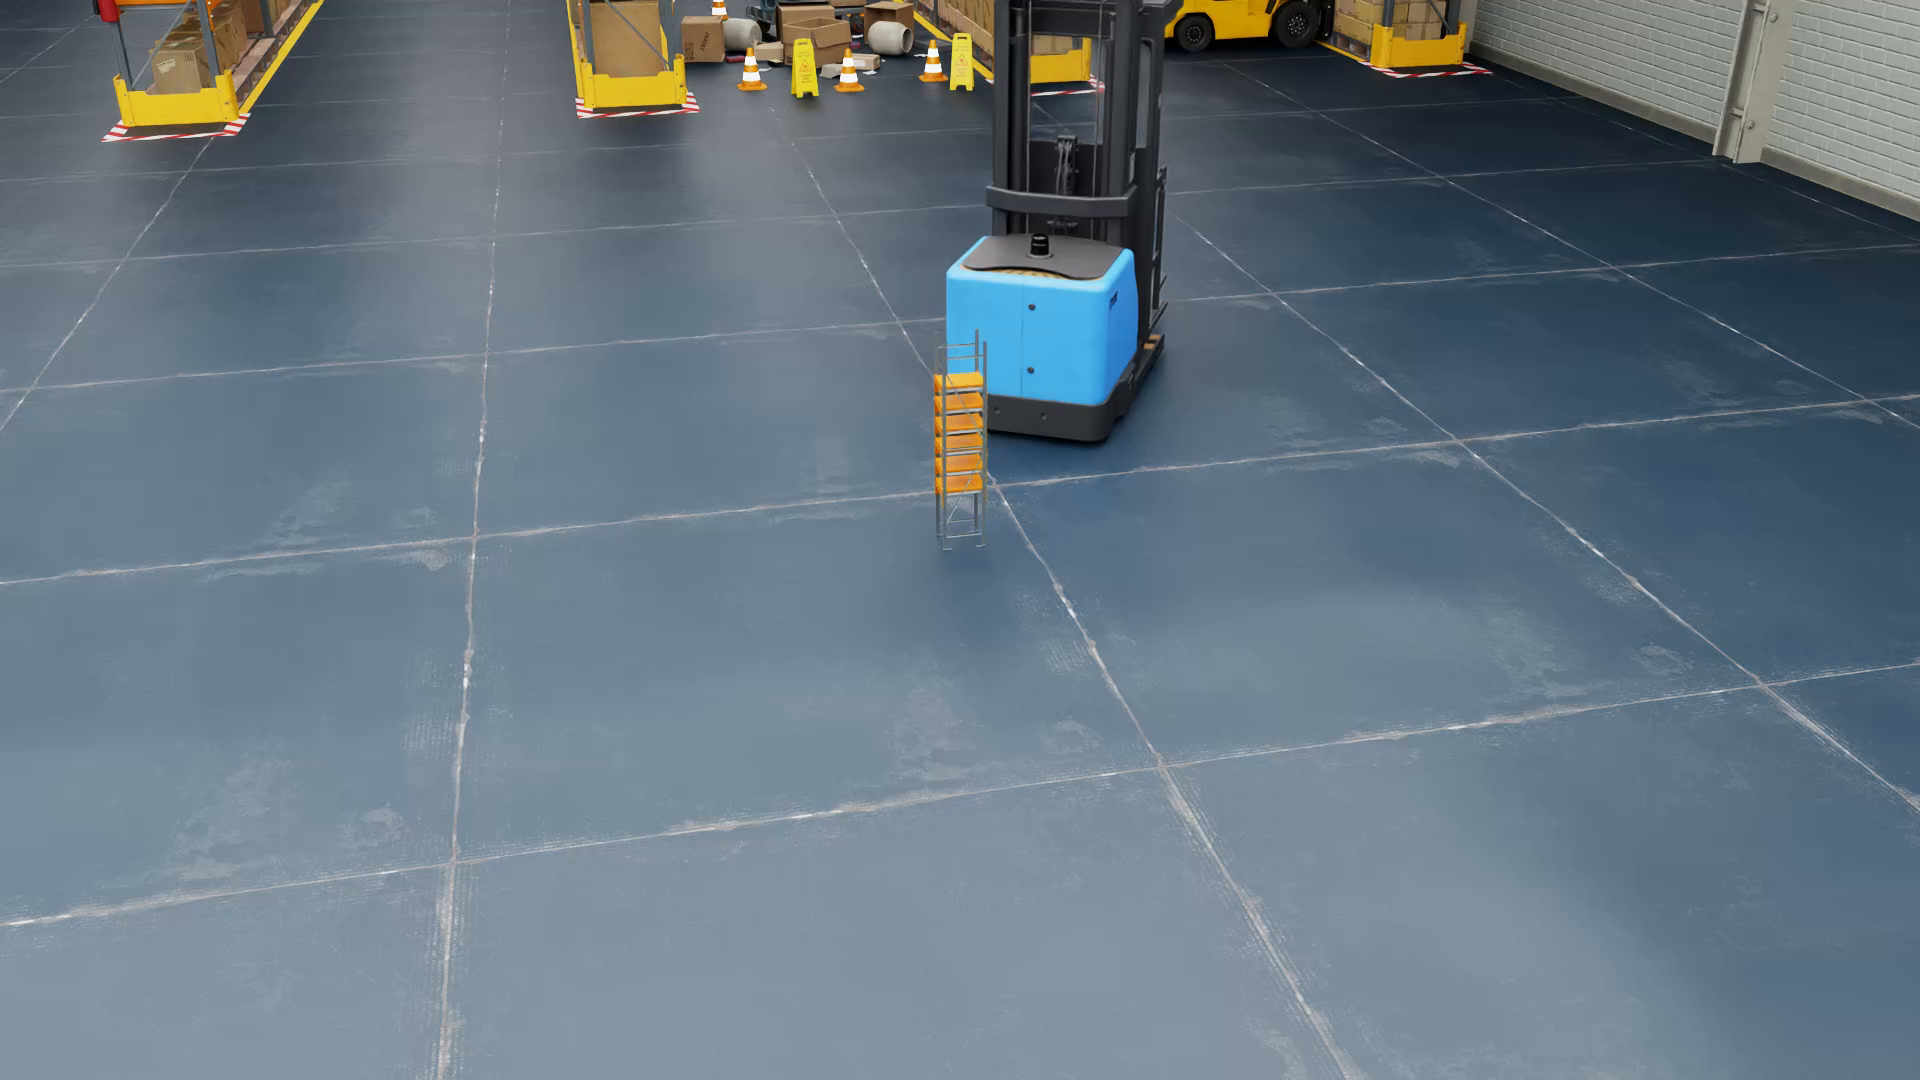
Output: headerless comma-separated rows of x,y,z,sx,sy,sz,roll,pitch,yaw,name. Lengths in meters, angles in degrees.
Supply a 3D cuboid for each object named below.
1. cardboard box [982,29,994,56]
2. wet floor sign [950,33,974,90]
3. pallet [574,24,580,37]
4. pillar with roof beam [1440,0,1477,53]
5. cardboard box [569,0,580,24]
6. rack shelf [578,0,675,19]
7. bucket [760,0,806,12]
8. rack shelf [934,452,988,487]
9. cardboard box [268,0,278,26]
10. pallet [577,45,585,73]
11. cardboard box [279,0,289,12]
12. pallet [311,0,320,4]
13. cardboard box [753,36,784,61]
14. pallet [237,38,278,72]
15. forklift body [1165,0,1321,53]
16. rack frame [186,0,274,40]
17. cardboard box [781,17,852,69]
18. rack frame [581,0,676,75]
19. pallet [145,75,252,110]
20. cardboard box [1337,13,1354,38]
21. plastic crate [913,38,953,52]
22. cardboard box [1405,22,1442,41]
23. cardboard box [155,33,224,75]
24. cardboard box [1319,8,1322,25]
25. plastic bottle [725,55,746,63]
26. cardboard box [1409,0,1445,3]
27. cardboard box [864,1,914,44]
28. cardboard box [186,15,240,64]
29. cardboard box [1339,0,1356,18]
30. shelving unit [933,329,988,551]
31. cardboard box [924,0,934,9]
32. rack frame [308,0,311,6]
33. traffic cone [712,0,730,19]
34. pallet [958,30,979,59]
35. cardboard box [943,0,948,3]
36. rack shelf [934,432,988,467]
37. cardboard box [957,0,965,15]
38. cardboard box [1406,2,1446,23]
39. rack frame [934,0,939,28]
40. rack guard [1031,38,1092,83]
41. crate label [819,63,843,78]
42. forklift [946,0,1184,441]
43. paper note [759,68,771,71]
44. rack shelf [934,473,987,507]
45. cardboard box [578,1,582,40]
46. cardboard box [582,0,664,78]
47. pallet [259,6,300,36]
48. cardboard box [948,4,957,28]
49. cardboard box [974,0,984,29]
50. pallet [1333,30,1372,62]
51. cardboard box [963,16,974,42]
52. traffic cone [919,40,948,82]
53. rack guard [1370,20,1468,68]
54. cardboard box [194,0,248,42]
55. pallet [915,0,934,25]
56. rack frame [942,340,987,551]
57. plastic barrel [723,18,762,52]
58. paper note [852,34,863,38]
0.577,-6.272,20.933,0.500,0.250,0.500,-6,27,-12,cardboard box
0.027,-5.731,19.888,0.267,0.644,0.232,3,27,6,wet floor sign
-4.922,-7.269,23.418,1.003,0.211,1.213,-6,27,-12,pallet
2.389,-10.118,19.309,9.100,9.000,0.400,-6,27,-12,pillar with roof beam
-4.902,-7.629,23.067,1.050,0.750,0.750,-6,27,-12,cardboard box
-4.224,-6.984,20.556,1.077,0.370,4.000,-6,27,-12,rack shelf
-2.398,-7.575,22.874,0.726,0.611,0.620,3,17,6,bucket
0.003,-0.382,9.041,0.258,0.103,0.180,-6,27,-12,rack shelf
-9.736,-7.287,22.644,0.700,0.500,0.500,-6,27,-12,cardboard box
-4.301,-6.060,21.021,1.003,0.211,1.213,-6,27,-12,pallet
-9.989,-7.778,23.616,0.700,0.500,0.500,-4,27,-7,cardboard box
-10.536,-8.589,26.032,1.003,0.211,1.213,-6,27,-12,pallet
-2.493,-6.395,21.625,0.396,0.266,0.258,-1,27,-3,cardboard box
-9.344,-6.188,21.275,1.003,0.211,1.213,-6,27,-12,pallet
3.657,-7.748,22.213,2.313,2.155,1.214,-6,27,-12,forklift body
-9.530,-7.724,21.223,1.000,3.000,0.127,-6,27,-12,rack frame
-1.836,-6.373,21.319,0.637,0.503,0.797,19,32,32,cardboard box
-3.773,-6.427,18.654,1.000,3.000,0.127,-6,27,-12,rack frame
-8.794,-5.116,19.152,1.003,0.211,1.213,-6,27,-12,pallet
5.345,-6.833,22.044,0.500,0.250,0.500,-6,27,-12,cardboard box
-0.320,-6.654,22.344,0.402,0.080,0.583,-16,31,-29,plastic crate
5.942,-6.675,21.731,0.500,0.250,0.500,-6,27,-11,cardboard box
-8.921,-5.574,19.272,0.500,0.500,0.500,1,27,2,cardboard box
5.102,-7.279,22.929,0.500,0.250,0.500,-5,27,-10,cardboard box
-2.882,-6.225,21.516,0.283,0.061,0.133,-16,31,-29,plastic bottle
5.938,-7.116,21.496,0.500,0.250,0.500,-6,27,-12,cardboard box
-0.959,-7.007,22.574,0.500,0.500,0.500,13,30,24,cardboard box
-9.126,-6.100,20.315,0.500,0.500,0.500,-8,28,-16,cardboard box
5.345,-7.066,21.951,0.500,0.250,0.500,-6,27,-12,cardboard box
0.003,-0.529,8.967,0.258,1.200,0.189,-6,27,-12,shelving unit
0.005,-7.974,24.170,0.950,0.372,0.625,-6,27,-11,cardboard box
-10.431,-9.480,24.702,1.000,3.000,0.127,-6,27,-12,rack frame
-3.506,-7.792,24.175,0.336,0.463,0.334,-6,27,-12,traffic cone
0.589,-6.657,22.205,1.003,0.211,1.213,-6,27,-12,pallet
-0.005,-7.738,23.006,0.500,0.500,0.500,-5,27,-9,cardboard box
0.003,-0.490,8.987,0.258,0.103,0.180,-6,27,-12,rack shelf
0.242,-7.277,22.091,0.500,0.500,0.500,-5,27,-9,cardboard box
5.958,-6.890,21.603,0.500,0.250,0.500,-5,27,-11,cardboard box
0.125,-8.730,23.217,1.000,3.000,0.127,-6,27,-12,rack frame
1.010,-5.891,20.367,1.175,0.500,0.348,-6,27,-12,rack guard
-1.569,-5.831,20.650,0.250,0.136,0.298,-23,35,-38,crate label
0.822,-2.564,11.078,1.130,2.935,3.031,8,28,15,forklift
-2.463,-5.943,20.993,0.144,0.017,0.142,3,27,6,paper note
0.003,-0.275,9.095,0.258,0.103,0.180,-6,27,-12,rack shelf
-4.601,-7.139,21.956,0.875,0.875,0.875,-6,27,-11,cardboard box
-3.990,-5.957,19.615,0.875,0.875,0.875,-6,27,-11,cardboard box
-9.985,-7.357,23.592,1.003,0.211,1.213,-6,27,-12,pallet
0.126,-7.170,22.712,0.500,0.250,0.500,-4,27,-9,cardboard box
0.471,-6.823,21.192,0.500,0.500,0.500,-5,27,-10,cardboard box
5.649,-6.566,22.025,1.003,0.211,1.213,-6,27,-12,pallet
0.350,-6.719,21.818,0.500,0.250,0.500,-7,28,-13,cardboard box
-0.327,-5.899,20.424,0.336,0.463,0.334,-6,27,-12,traffic cone
5.867,-6.353,21.282,1.175,0.500,0.348,-6,27,-12,rack guard
-9.479,-6.616,21.336,0.500,0.500,0.500,-7,28,-13,cardboard box
-0.052,-7.827,24.522,1.003,0.211,1.213,-6,27,-12,pallet
0.024,-0.489,8.887,0.240,1.200,0.006,-6,27,-12,rack frame
-2.925,-6.691,22.036,0.512,0.421,0.421,13,30,24,plastic barrel
-1.418,-6.999,23.082,0.148,0.019,0.142,-6,27,-12,paper note
